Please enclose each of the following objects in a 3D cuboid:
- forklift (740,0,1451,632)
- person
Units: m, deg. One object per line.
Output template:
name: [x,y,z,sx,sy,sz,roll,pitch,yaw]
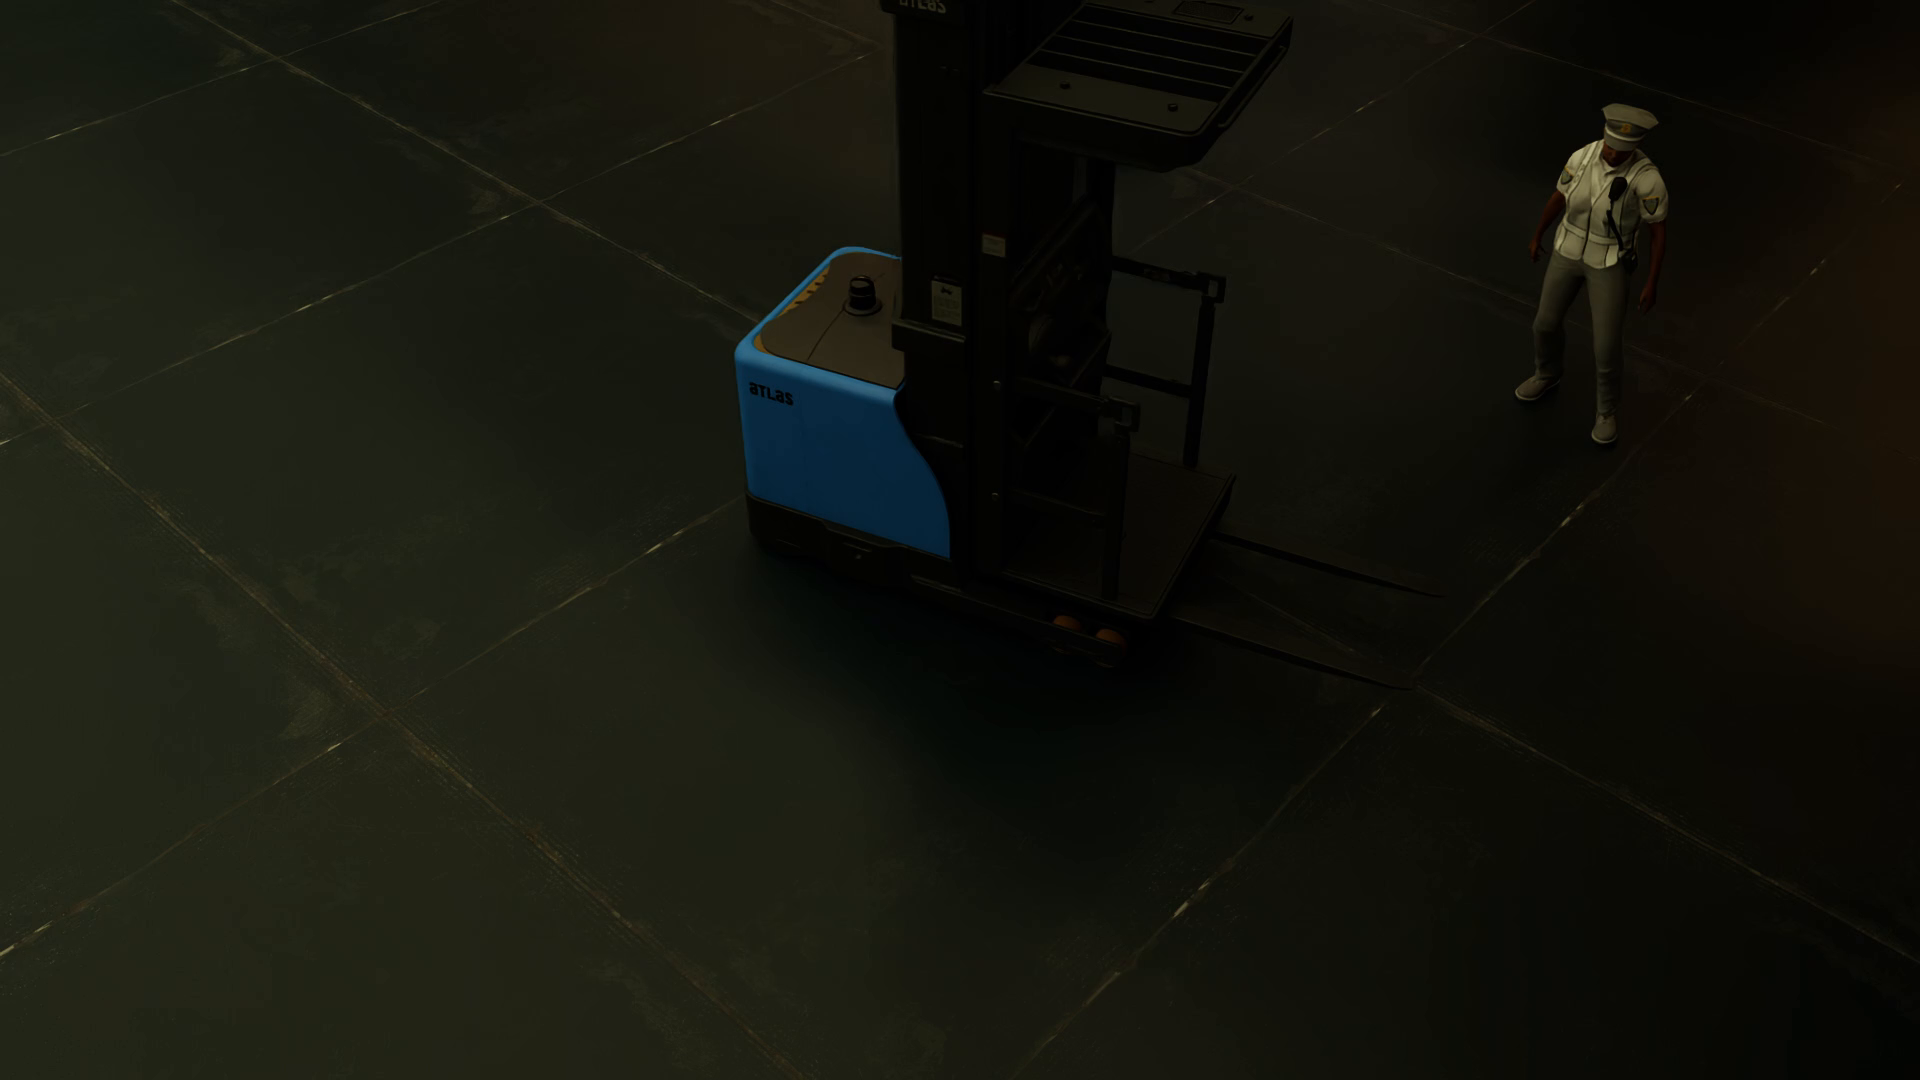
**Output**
forklift: [0.643,-1.087,6.695,3.031,2.935,1.130,5,41,6]
person: [3.037,-1.325,7.960,0.659,1.648,0.391,28,48,29]
